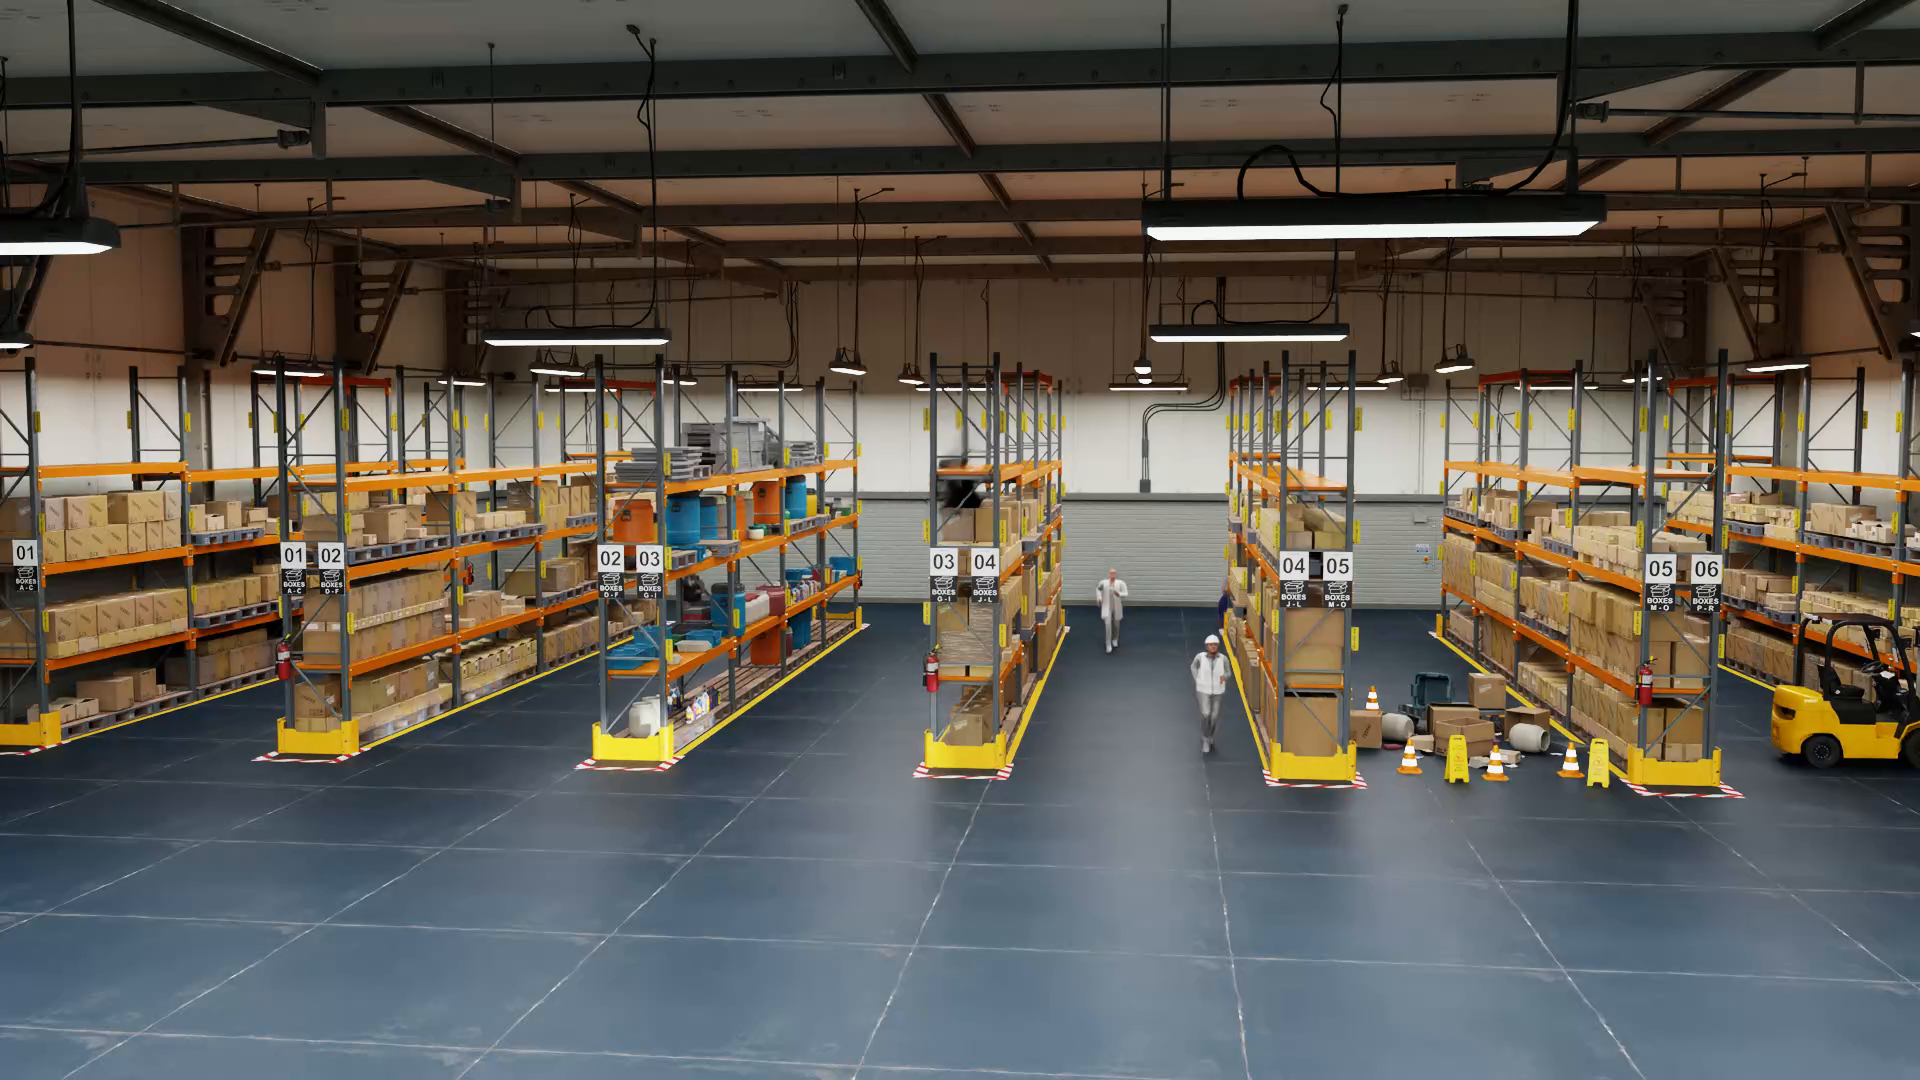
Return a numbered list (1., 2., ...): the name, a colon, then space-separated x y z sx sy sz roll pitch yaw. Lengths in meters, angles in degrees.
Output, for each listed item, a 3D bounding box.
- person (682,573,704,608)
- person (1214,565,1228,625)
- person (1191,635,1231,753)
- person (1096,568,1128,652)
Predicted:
1. person: -6.174 1.455 38.339 0.591 1.765 0.862 -1 4 -10
2. person: 6.569 1.334 40.658 0.748 1.564 0.639 1 4 17
3. person: 3.842 2.338 25.399 0.574 1.811 0.847 0 4 -3
4. person: 3.329 1.507 36.443 0.694 1.778 1.049 0 4 3
